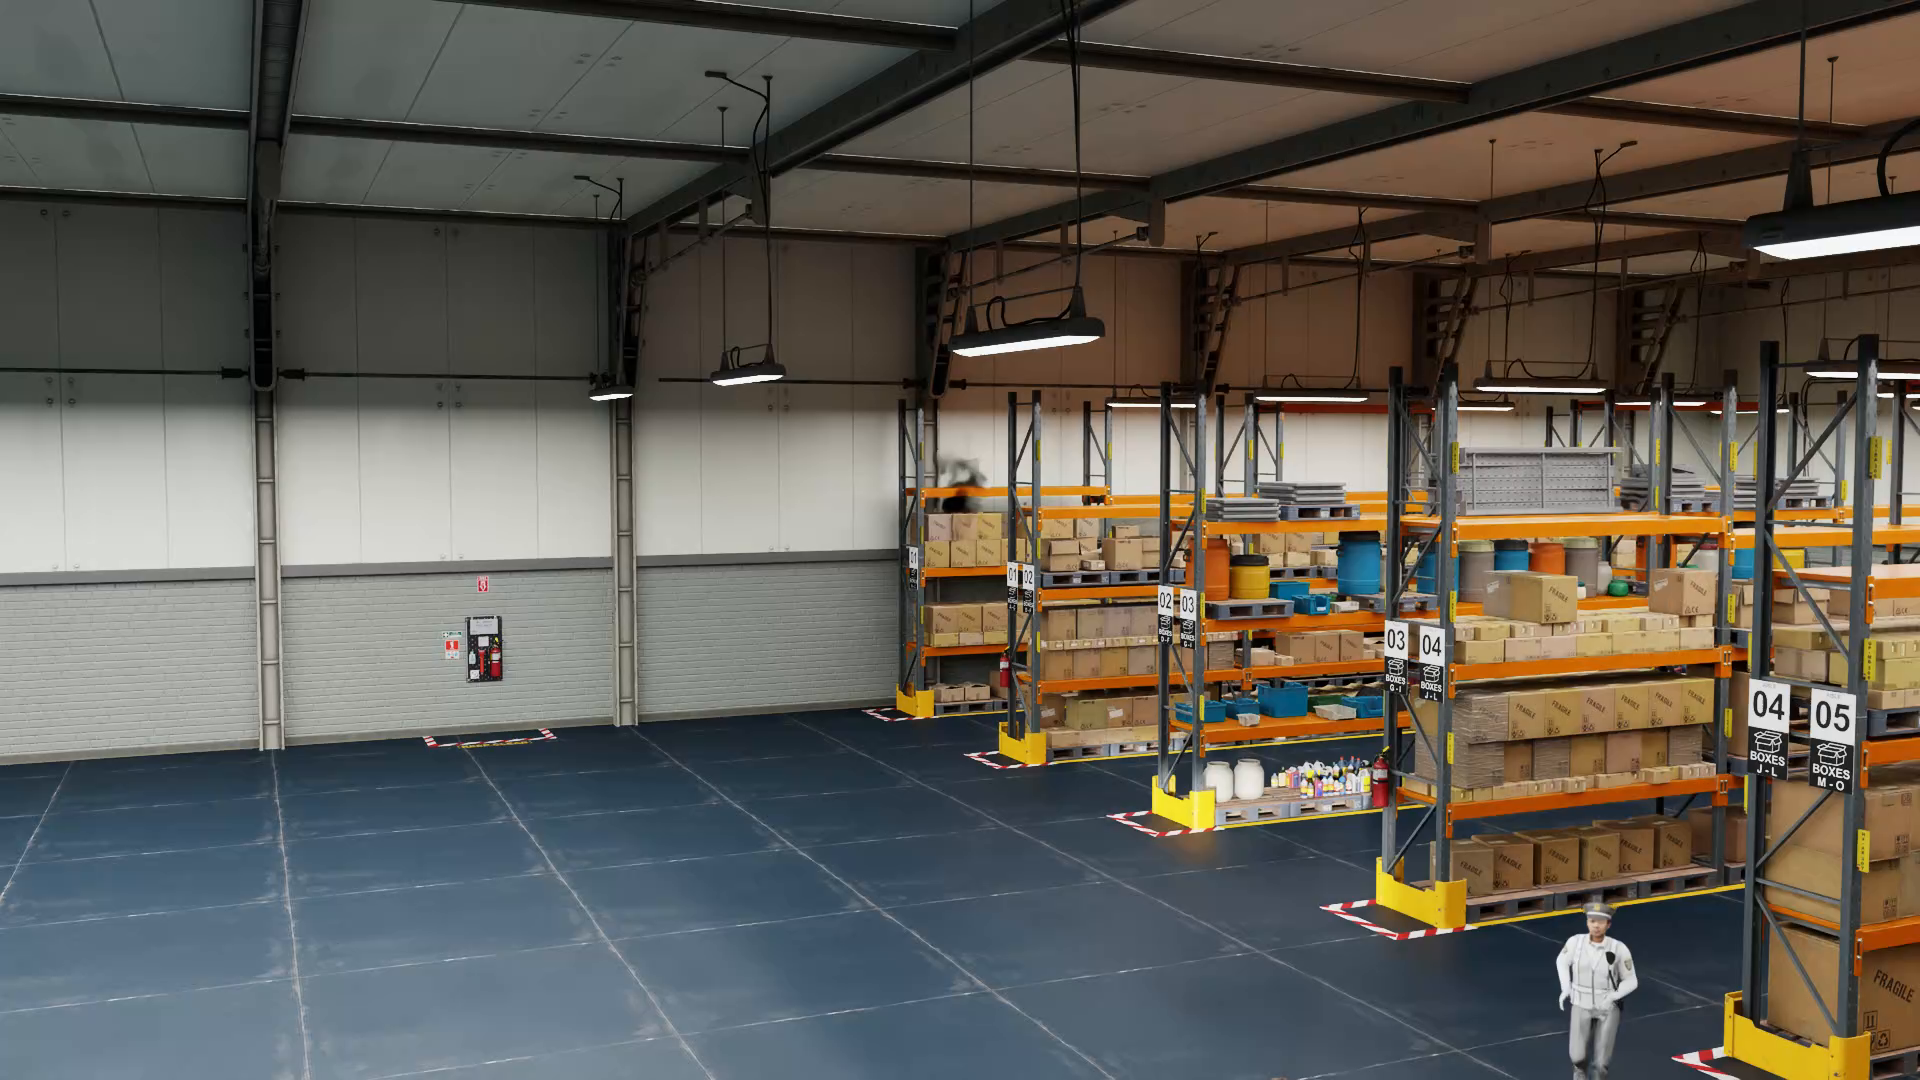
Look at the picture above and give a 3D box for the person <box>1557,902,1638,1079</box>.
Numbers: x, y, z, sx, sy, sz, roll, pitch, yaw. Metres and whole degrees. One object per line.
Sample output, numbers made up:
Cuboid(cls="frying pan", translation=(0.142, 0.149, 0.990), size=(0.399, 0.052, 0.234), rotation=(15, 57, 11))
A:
Cuboid(cls="person", translation=(4.864, 3.591, 12.754), size=(0.606, 1.656, 0.537), rotation=(2, 4, 27))
